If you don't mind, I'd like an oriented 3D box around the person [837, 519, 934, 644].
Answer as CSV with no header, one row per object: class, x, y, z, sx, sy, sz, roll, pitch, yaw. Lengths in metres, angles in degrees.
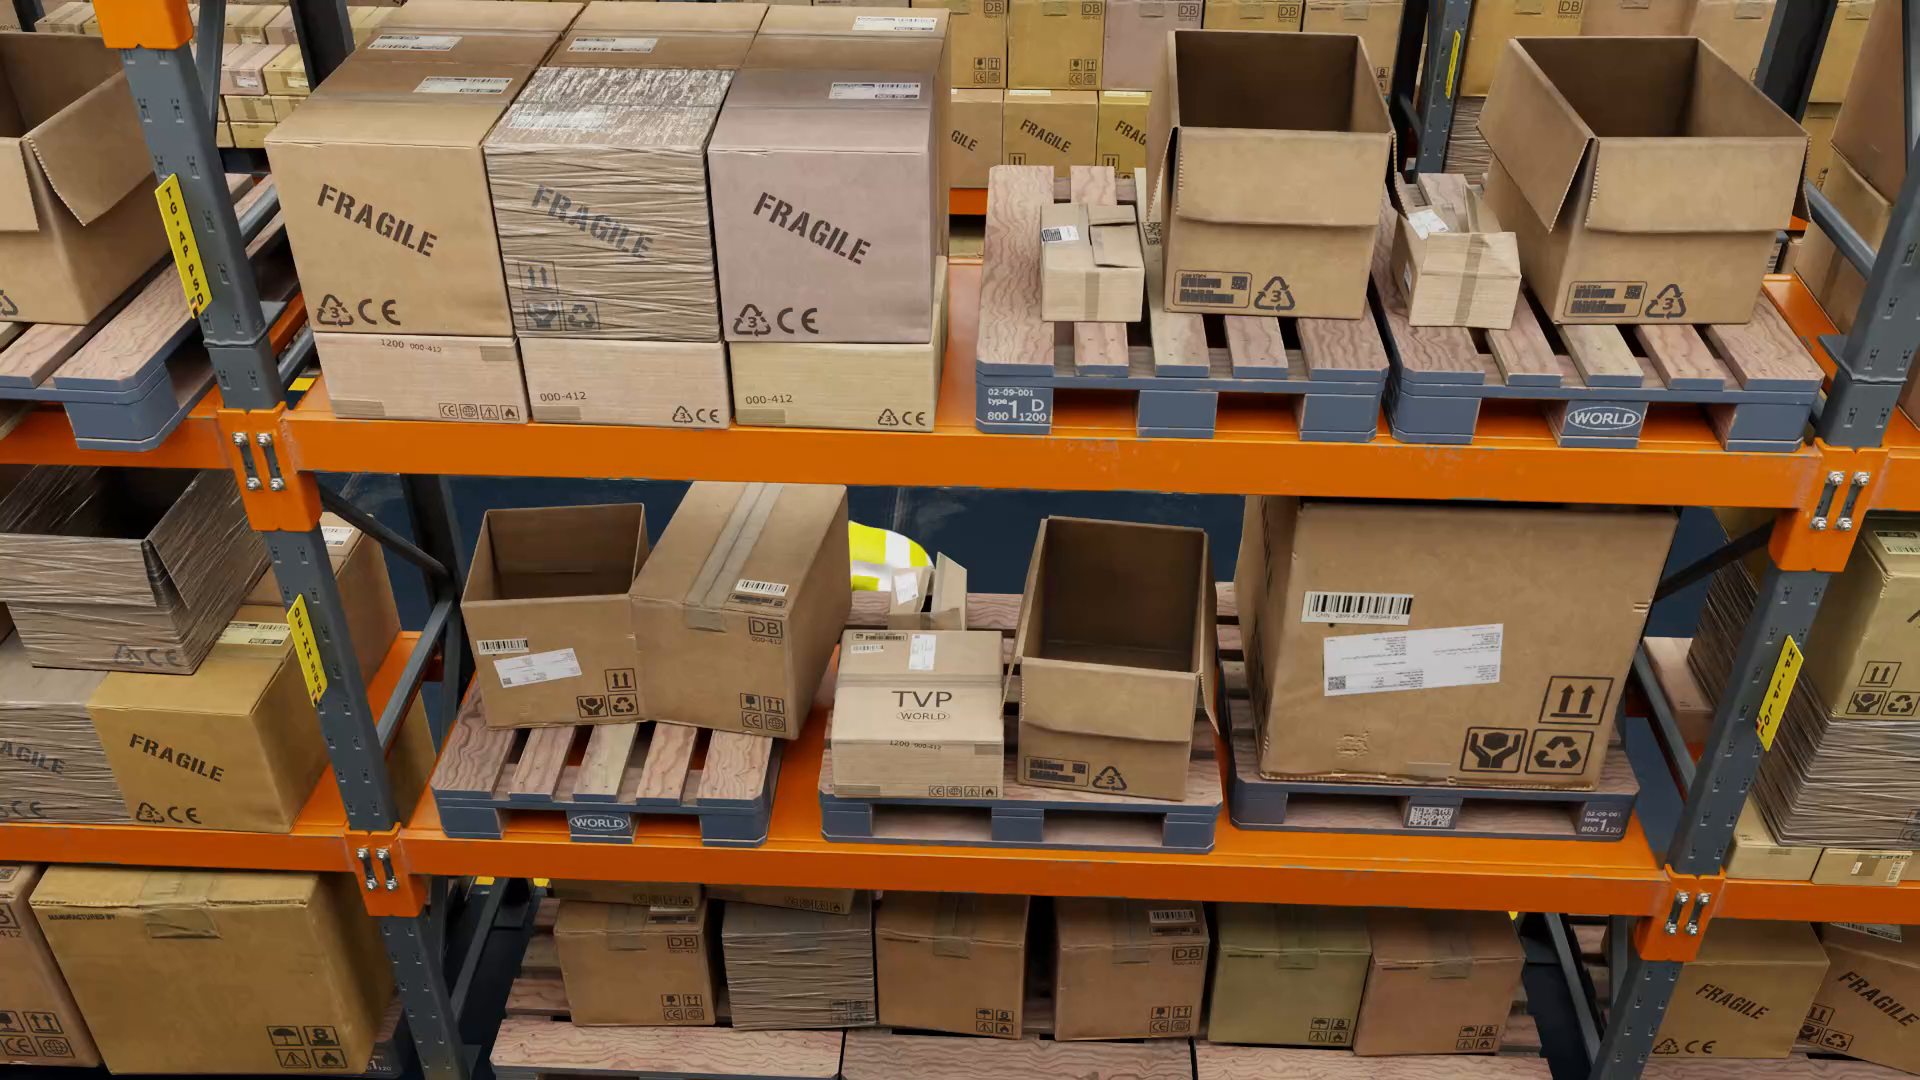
person,-0.562,0.403,6.968,0.940,1.256,0.496,-1,35,-2
